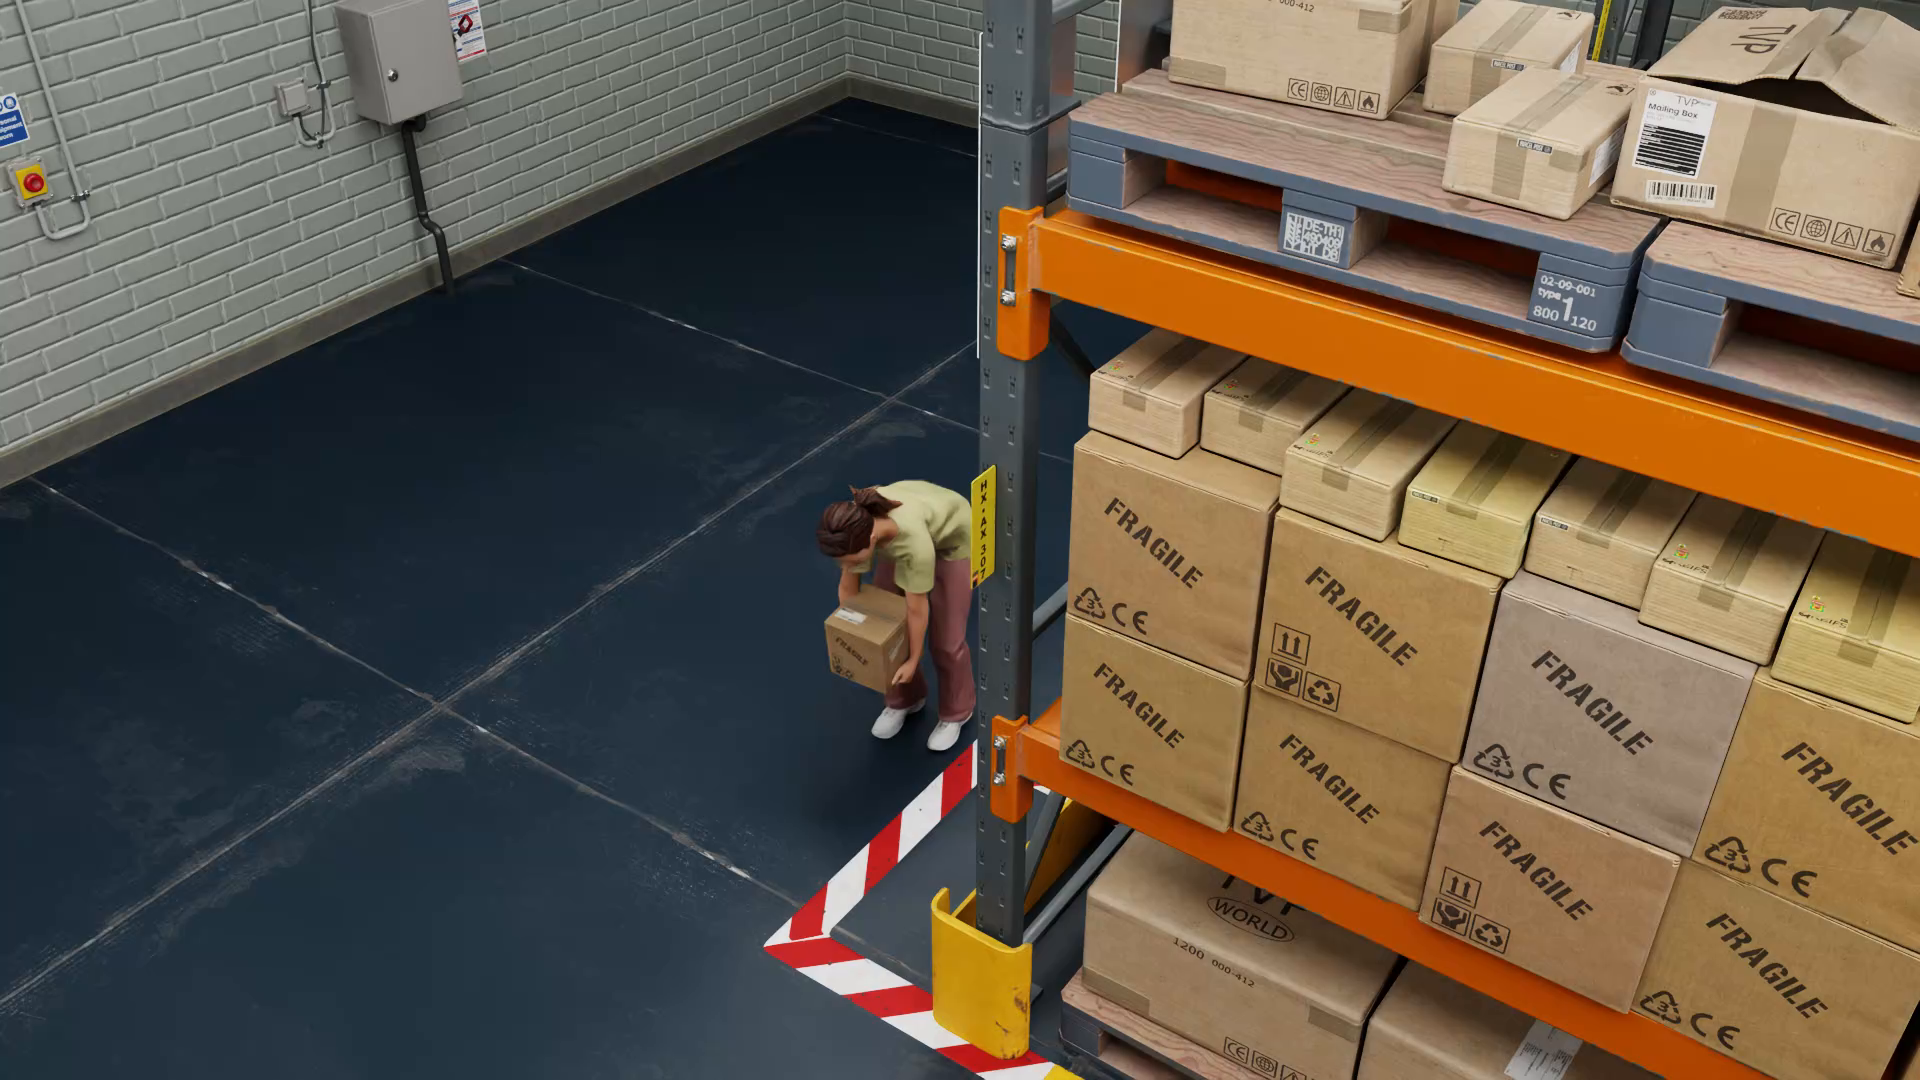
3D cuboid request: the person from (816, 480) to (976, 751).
[{"bbox_3d":[-0.232,0.278,6.068,0.402,1.310,0.813,19,39,25],"label":"person"}]
